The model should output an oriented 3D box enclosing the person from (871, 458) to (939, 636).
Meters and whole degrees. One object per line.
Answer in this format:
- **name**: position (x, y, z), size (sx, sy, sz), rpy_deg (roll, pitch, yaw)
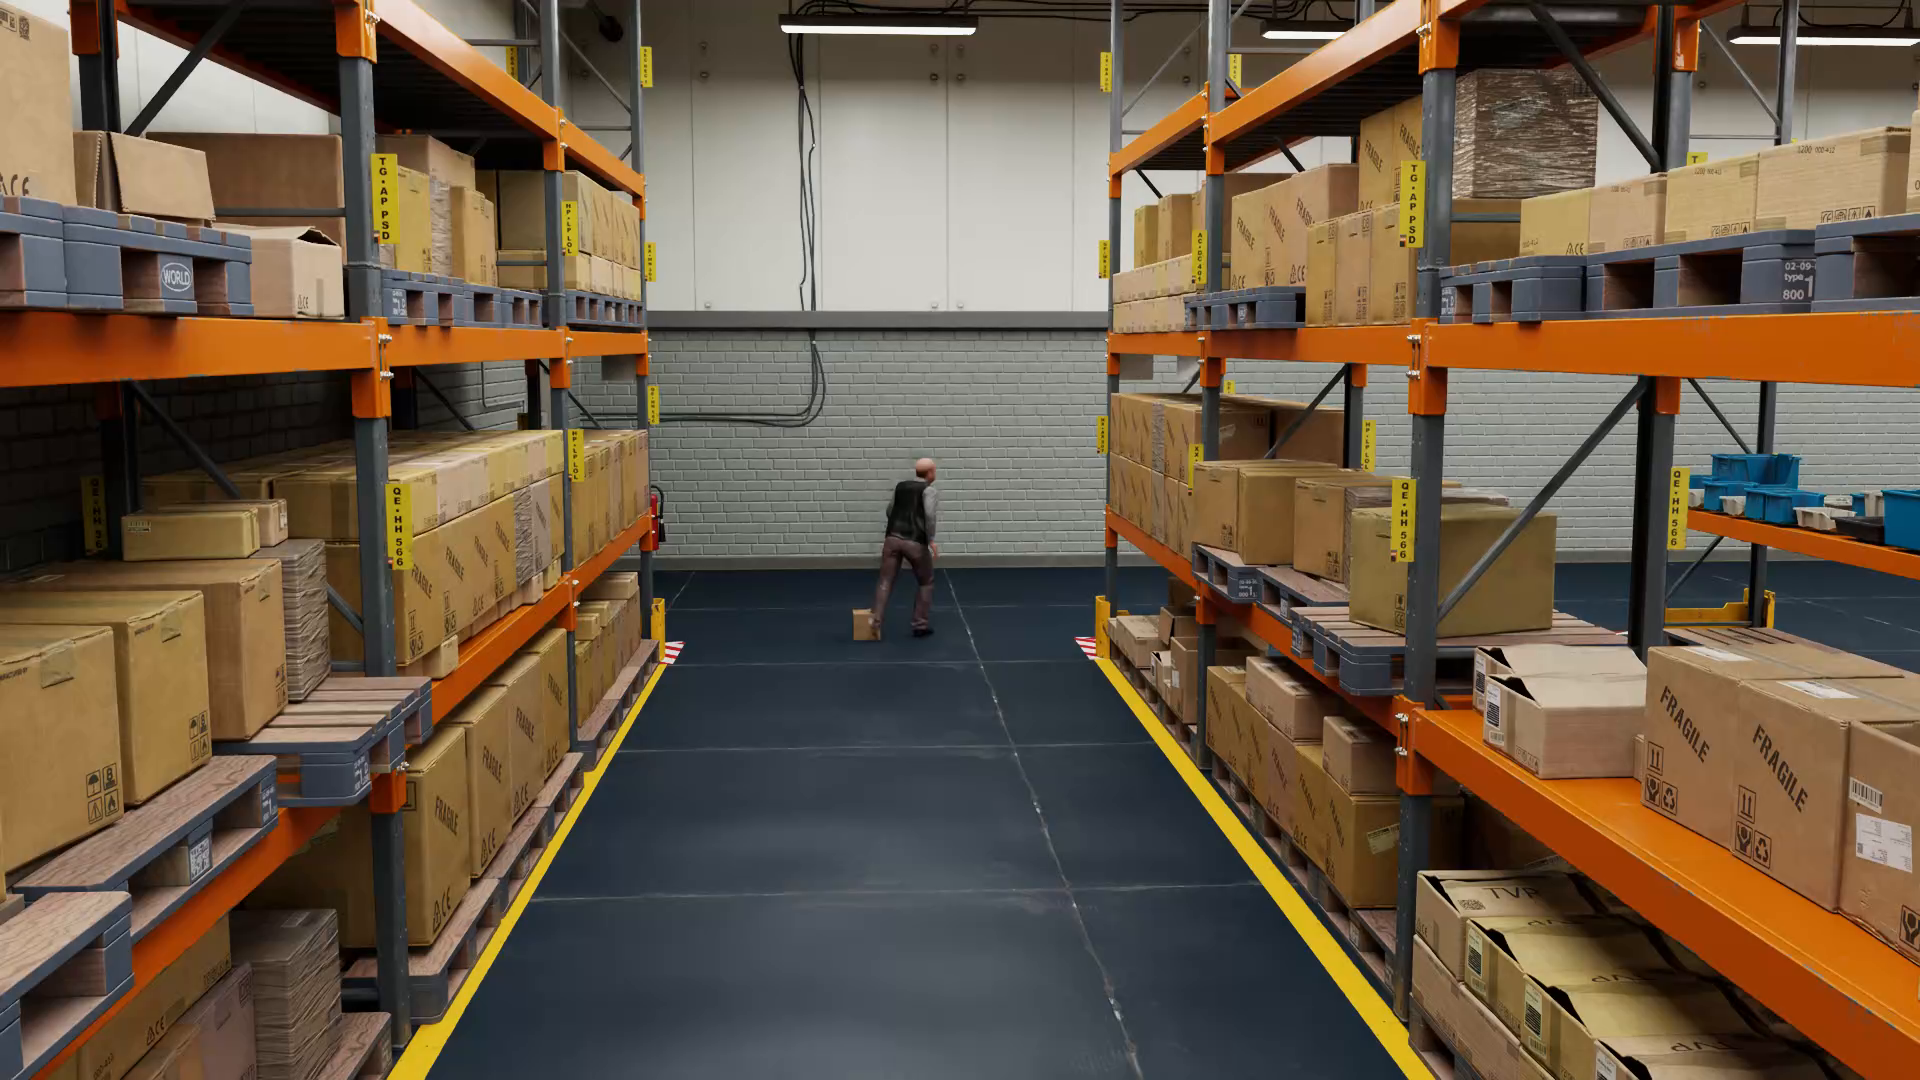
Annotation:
- **person**: position (-0.491, 0.069, 15.553), size (0.701, 1.656, 0.866), rpy_deg (3, 7, 24)
